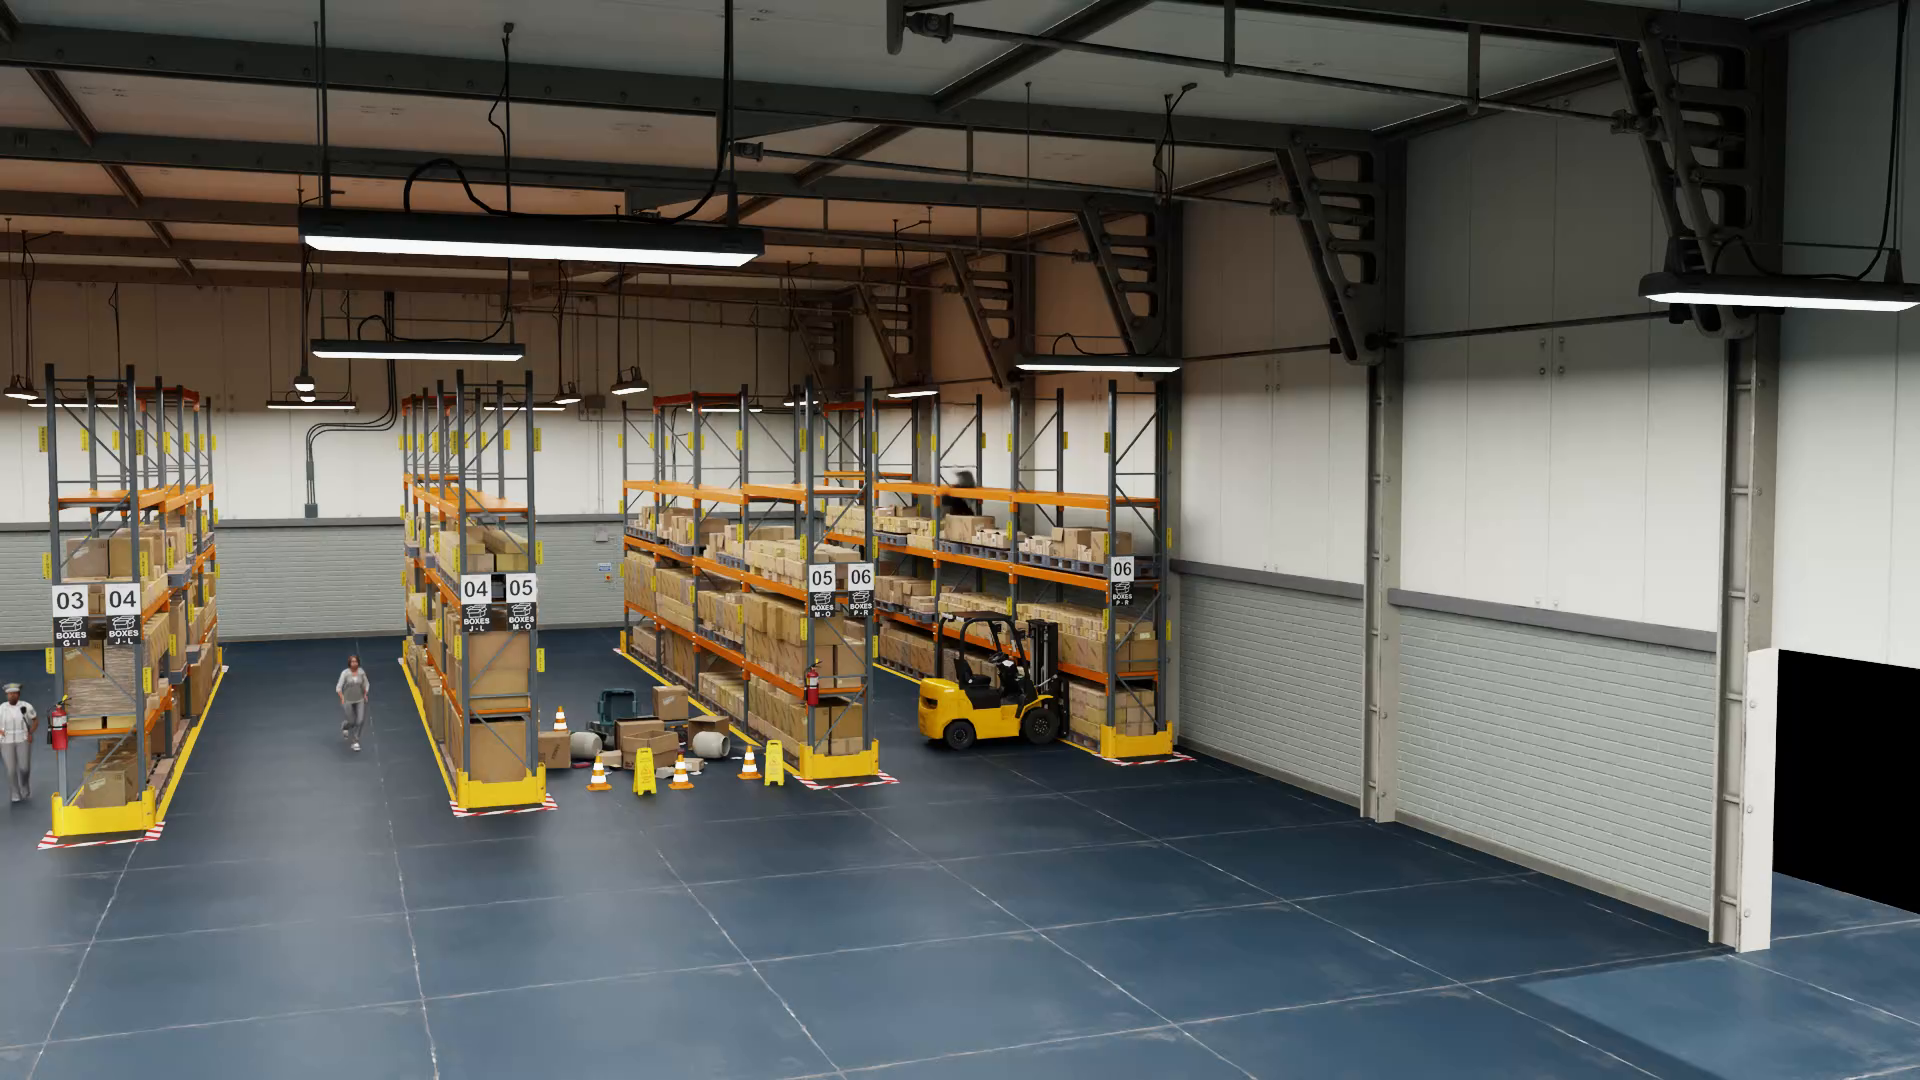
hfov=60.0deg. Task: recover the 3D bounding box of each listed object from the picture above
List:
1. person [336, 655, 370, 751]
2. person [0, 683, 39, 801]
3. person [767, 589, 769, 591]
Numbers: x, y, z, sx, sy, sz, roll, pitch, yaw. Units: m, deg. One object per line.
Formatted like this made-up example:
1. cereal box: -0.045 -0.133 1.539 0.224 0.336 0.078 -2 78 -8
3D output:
1. person: -9.937 2.644 27.215 0.522 1.554 0.598 -2 4 -33
2. person: -13.125 2.810 23.114 0.565 1.646 0.542 -2 4 -28
3. person: -4.400 1.946 37.678 0.628 1.781 0.755 -2 4 -33
